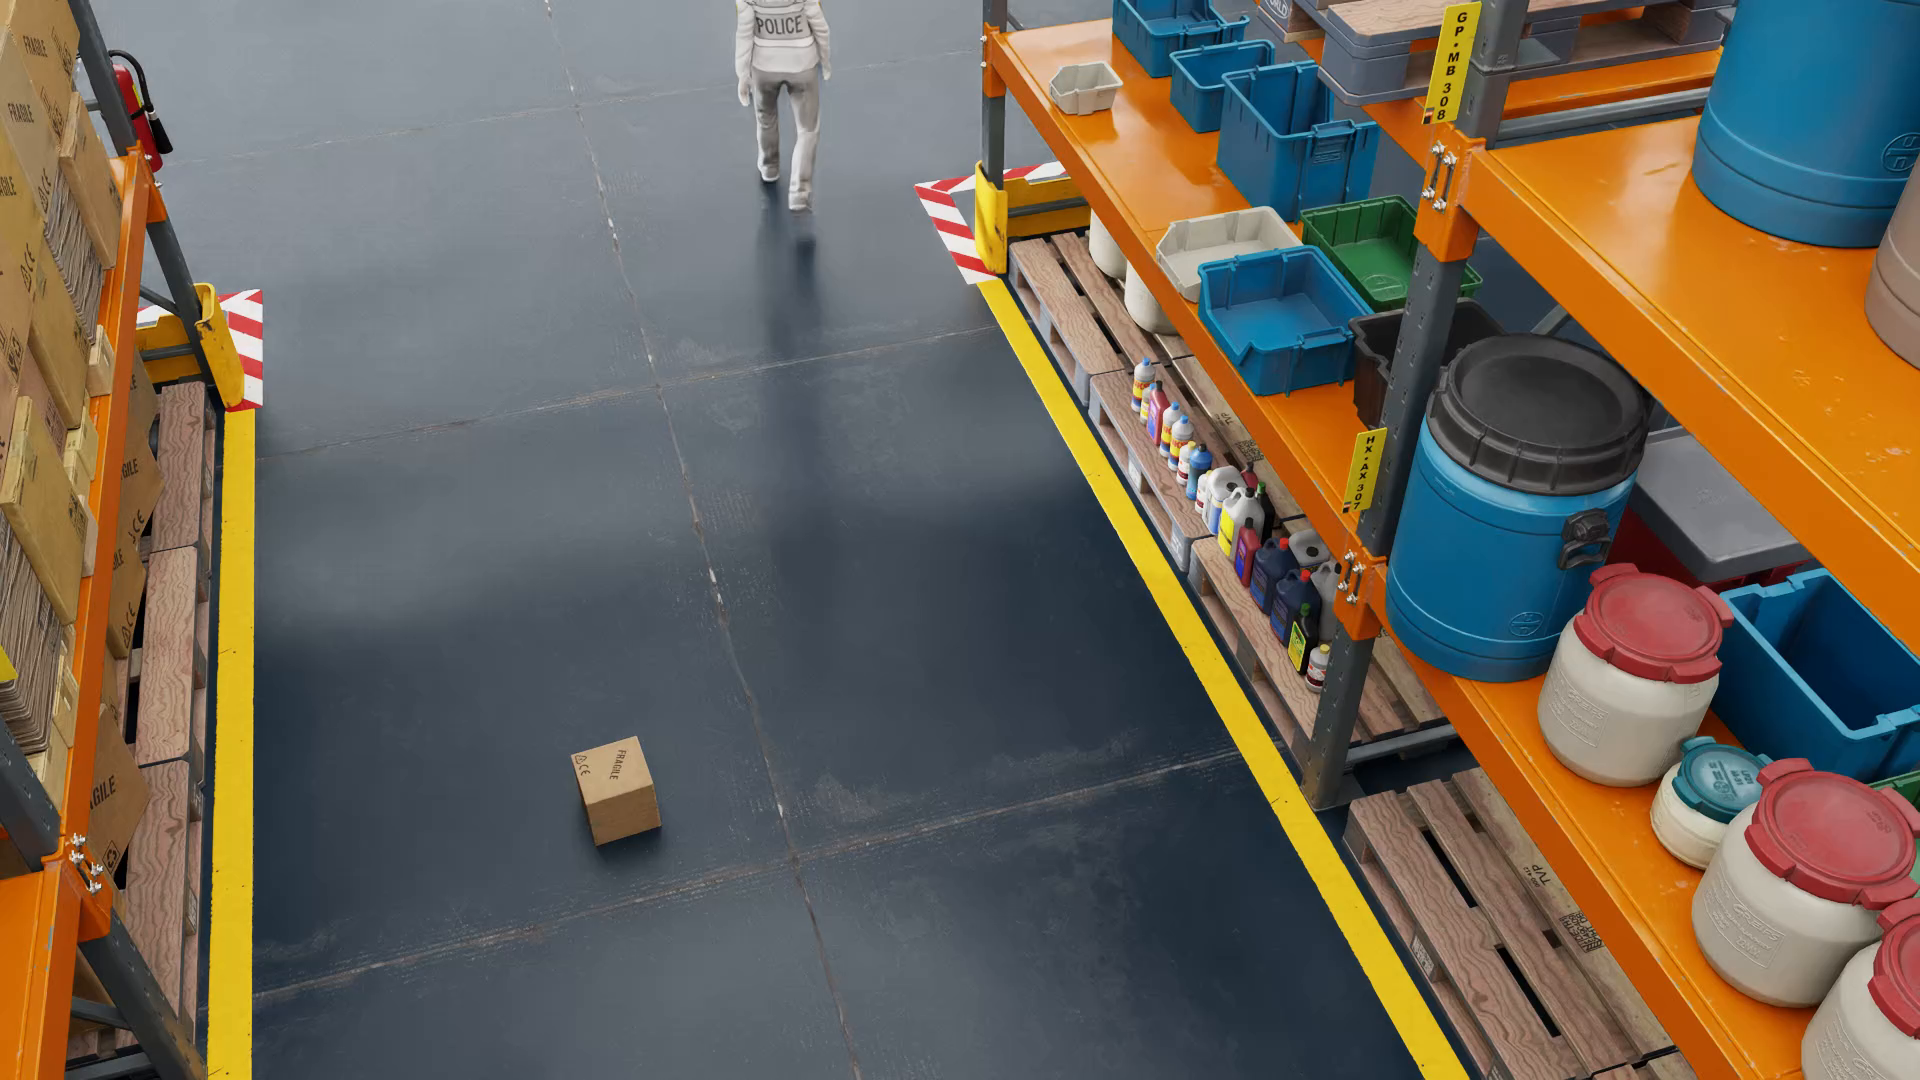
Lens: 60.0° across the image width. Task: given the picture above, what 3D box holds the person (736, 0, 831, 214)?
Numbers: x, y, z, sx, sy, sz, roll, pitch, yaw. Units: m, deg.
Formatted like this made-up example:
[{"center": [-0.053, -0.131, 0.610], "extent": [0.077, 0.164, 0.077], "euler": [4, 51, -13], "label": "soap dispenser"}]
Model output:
[{"center": [-0.943, -2.551, 8.926], "extent": [0.511, 1.634, 0.912], "euler": [-1, 42, -1], "label": "person"}]
